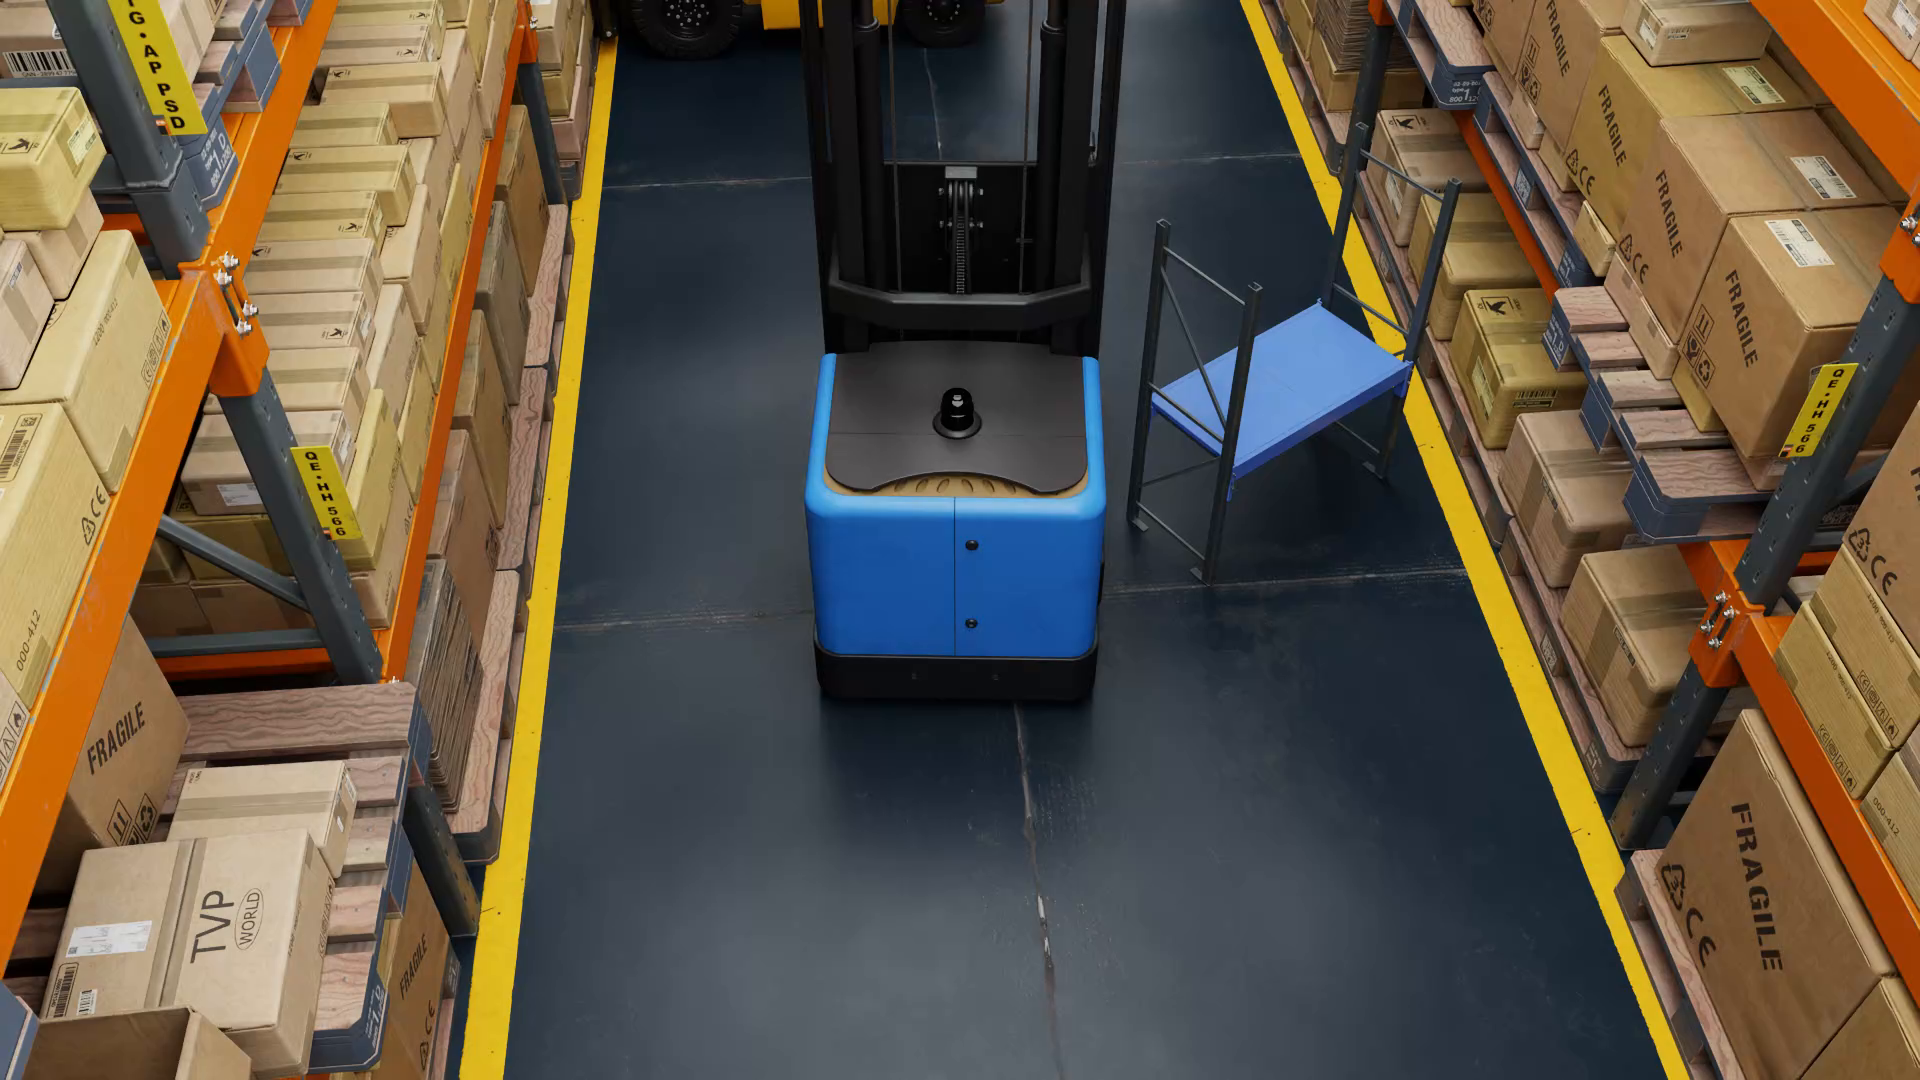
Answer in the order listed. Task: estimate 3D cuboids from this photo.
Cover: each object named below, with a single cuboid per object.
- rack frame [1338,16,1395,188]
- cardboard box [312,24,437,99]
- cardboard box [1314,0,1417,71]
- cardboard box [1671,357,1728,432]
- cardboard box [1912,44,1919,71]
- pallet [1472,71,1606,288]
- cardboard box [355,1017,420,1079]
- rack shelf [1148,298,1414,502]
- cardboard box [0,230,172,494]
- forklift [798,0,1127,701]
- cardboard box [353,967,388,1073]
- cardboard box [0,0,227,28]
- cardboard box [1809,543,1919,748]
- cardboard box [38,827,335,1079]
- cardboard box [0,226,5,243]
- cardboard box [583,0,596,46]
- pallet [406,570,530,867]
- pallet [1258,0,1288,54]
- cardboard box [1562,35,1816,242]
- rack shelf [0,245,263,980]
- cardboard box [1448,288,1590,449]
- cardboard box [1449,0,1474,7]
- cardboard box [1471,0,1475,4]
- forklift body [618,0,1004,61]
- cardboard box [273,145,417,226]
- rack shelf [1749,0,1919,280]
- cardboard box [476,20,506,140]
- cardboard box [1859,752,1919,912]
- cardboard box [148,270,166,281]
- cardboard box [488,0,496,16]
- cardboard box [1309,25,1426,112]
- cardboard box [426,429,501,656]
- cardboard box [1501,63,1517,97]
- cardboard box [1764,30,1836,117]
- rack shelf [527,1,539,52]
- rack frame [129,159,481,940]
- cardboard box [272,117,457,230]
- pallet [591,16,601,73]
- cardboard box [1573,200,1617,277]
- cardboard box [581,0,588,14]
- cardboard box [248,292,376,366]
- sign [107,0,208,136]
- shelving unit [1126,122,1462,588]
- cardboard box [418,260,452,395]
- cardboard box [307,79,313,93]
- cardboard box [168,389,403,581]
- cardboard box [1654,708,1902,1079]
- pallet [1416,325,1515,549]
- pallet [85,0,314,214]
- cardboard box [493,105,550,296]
[{"bbox_3d":[2.477,-2.903,7.570,1.000,3.000,0.127,-3,47,-3],"label":"rack frame"},{"bbox_3d":[-2.083,-1.699,5.914,0.380,0.149,0.250,-3,47,-3],"label":"cardboard box"},{"bbox_3d":[2.160,-2.771,8.533,0.500,0.500,0.500,-4,47,-4],"label":"cardboard box"},{"bbox_3d":[2.455,-0.479,5.158,0.380,0.149,0.250,-3,47,-3],"label":"cardboard box"},{"bbox_3d":[2.576,-1.169,4.035,0.380,0.149,0.250,-3,47,-3],"label":"cardboard box"},{"bbox_3d":[2.605,-1.372,6.252,1.003,0.211,1.213,-3,47,-3],"label":"pallet"},{"bbox_3d":[-1.853,1.667,4.675,0.500,0.500,0.500,-4,47,-4],"label":"cardboard box"},{"bbox_3d":[1.263,-0.576,6.647,1.000,0.185,0.538,-29,53,-25],"label":"rack shelf"},{"bbox_3d":[-1.850,-0.327,3.168,0.500,0.250,0.500,-5,47,-5],"label":"cardboard box"},{"bbox_3d":[0.013,-1.462,6.252,1.130,2.935,3.031,1,47,1],"label":"forklift"},{"bbox_3d":[-1.787,1.326,4.551,0.380,0.149,0.250,-6,47,-5],"label":"cardboard box"},{"bbox_3d":[-1.952,-1.488,3.737,0.500,0.500,0.500,-3,47,-3],"label":"cardboard box"},{"bbox_3d":[2.608,0.253,4.340,0.500,0.250,0.500,-4,47,-4],"label":"cardboard box"},{"bbox_3d":[-1.724,0.947,3.738,0.500,0.250,0.500,-5,47,-5],"label":"cardboard box"},{"bbox_3d":[-1.894,-0.496,2.848,0.380,0.149,0.250,-5,47,-5],"label":"cardboard box"},{"bbox_3d":[-2.296,-2.904,9.176,0.500,0.250,0.500,-3,47,-3],"label":"cardboard box"},{"bbox_3d":[-2.164,0.657,6.119,1.003,0.211,1.213,-3,47,-3],"label":"pallet"},{"bbox_3d":[2.280,-3.312,9.878,1.003,0.211,1.213,-3,47,-3],"label":"pallet"},{"bbox_3d":[2.399,-1.340,5.527,0.500,0.500,0.500,-6,47,-6],"label":"cardboard box"},{"bbox_3d":[-1.967,0.959,2.342,1.077,0.370,4.000,-3,47,-3],"label":"rack shelf"},{"bbox_3d":[2.647,-0.741,7.043,0.950,0.372,0.625,-2,47,-2],"label":"cardboard box"},{"bbox_3d":[2.220,-2.360,6.940,0.380,0.149,0.250,-3,47,-2],"label":"cardboard box"},{"bbox_3d":[2.273,-2.465,6.592,0.500,0.500,0.500,-3,47,-3],"label":"cardboard box"},{"bbox_3d":[-0.827,-3.939,9.136,2.313,2.155,1.214,-3,47,-3],"label":"forklift body"},{"bbox_3d":[-1.986,-1.143,5.388,0.380,0.149,0.250,-3,47,-2],"label":"cardboard box"},{"bbox_3d":[2.644,-2.240,5.371,1.077,0.370,4.000,-3,47,-3],"label":"rack shelf"},{"bbox_3d":[-2.119,-1.834,6.661,0.500,0.250,0.500,-4,47,-4],"label":"cardboard box"},{"bbox_3d":[2.662,0.783,4.182,0.500,0.250,0.500,-5,47,-4],"label":"cardboard box"},{"bbox_3d":[-2.548,-0.732,4.998,0.380,0.149,0.250,-4,47,-4],"label":"cardboard box"},{"bbox_3d":[-2.173,-2.379,6.832,0.500,0.250,0.500,-4,47,-4],"label":"cardboard box"},{"bbox_3d":[2.159,-2.513,8.805,0.500,0.250,0.500,-2,47,-1],"label":"cardboard box"},{"bbox_3d":[-2.236,0.044,6.126,0.875,0.625,0.625,-2,47,-2],"label":"cardboard box"},{"bbox_3d":[2.319,-1.792,6.402,0.380,0.149,0.250,-3,47,-3],"label":"cardboard box"},{"bbox_3d":[2.903,-1.390,5.574,0.500,0.500,0.500,-3,47,-3],"label":"cardboard box"},{"bbox_3d":[-2.637,-3.798,8.913,1.077,0.370,4.000,-3,47,-3],"label":"rack shelf"},{"bbox_3d":[-2.134,0.296,4.540,1.000,3.000,0.127,-3,47,-3],"label":"rack frame"},{"bbox_3d":[-2.063,-1.271,5.783,0.500,0.250,0.500,-3,47,-3],"label":"cardboard box"},{"bbox_3d":[-2.599,-3.102,9.679,1.003,0.211,1.213,-3,47,-3],"label":"pallet"},{"bbox_3d":[2.339,-1.039,5.689,0.380,0.149,0.250,-3,47,-3],"label":"cardboard box"},{"bbox_3d":[-2.277,-3.066,8.985,0.500,0.250,0.500,-4,47,-4],"label":"cardboard box"},{"bbox_3d":[-1.938,-0.588,4.861,0.380,0.149,0.250,-2,47,-2],"label":"cardboard box"},{"bbox_3d":[-1.594,-0.945,3.293,0.100,0.325,0.005,-3,47,-3],"label":"sign"},{"bbox_3d":[1.263,-0.700,6.516,1.048,1.500,0.538,-29,53,-25],"label":"shelving unit"},{"bbox_3d":[-2.015,-0.725,5.610,0.500,0.250,0.500,-5,47,-5],"label":"cardboard box"},{"bbox_3d":[-2.619,-1.599,6.094,0.500,0.250,0.500,-5,47,-4],"label":"cardboard box"},{"bbox_3d":[-1.903,-0.162,4.733,0.500,0.250,0.500,-4,47,-3],"label":"cardboard box"},{"bbox_3d":[2.787,1.082,4.970,0.875,0.875,0.875,-4,47,-4],"label":"cardboard box"},{"bbox_3d":[2.649,-0.496,7.211,1.003,0.211,1.213,-3,47,-3],"label":"pallet"},{"bbox_3d":[-2.280,-1.156,3.980,1.213,0.211,1.003,-2,47,-1],"label":"pallet"},{"bbox_3d":[-2.414,-1.549,7.634,0.875,0.625,0.625,-2,47,-2],"label":"cardboard box"}]
